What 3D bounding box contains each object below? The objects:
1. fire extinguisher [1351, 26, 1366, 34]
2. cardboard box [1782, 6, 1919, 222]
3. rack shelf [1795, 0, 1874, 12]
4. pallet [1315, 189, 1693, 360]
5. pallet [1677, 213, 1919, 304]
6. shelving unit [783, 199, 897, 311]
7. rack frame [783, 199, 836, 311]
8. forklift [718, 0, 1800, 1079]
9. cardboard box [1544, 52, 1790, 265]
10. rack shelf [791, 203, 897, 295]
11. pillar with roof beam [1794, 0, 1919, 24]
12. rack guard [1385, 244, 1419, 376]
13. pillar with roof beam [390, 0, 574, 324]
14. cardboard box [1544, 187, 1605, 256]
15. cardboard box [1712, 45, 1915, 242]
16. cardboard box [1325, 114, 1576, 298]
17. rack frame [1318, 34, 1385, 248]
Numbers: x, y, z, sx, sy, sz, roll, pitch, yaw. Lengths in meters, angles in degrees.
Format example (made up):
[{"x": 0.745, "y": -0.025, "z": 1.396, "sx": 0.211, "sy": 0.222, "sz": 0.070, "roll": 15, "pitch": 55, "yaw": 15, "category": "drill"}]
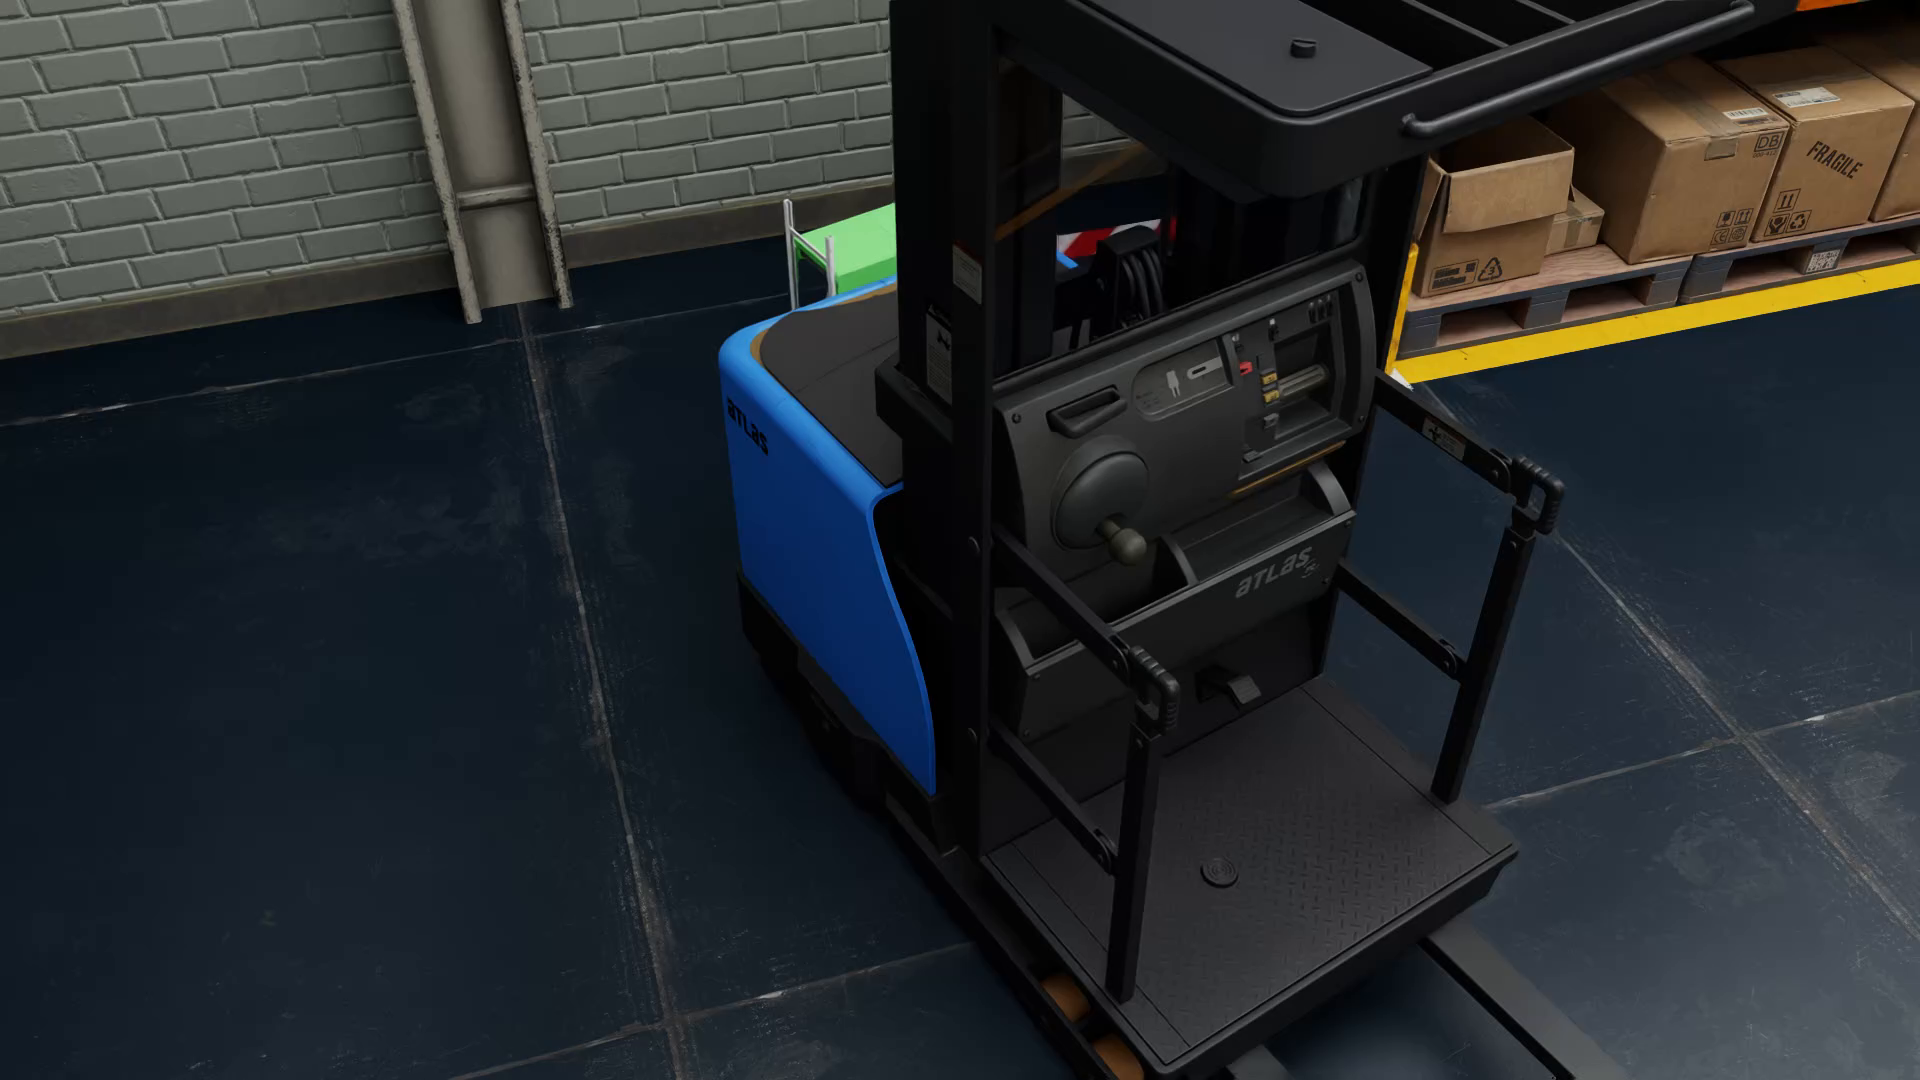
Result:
[{"x": 1.153, "y": -1.544, "z": 5.080, "sx": 0.183, "sy": 0.674, "sz": 0.296, "roll": -12, "pitch": 42, "yaw": -13, "category": "fire extinguisher"}, {"x": 3.584, "y": -1.661, "z": 6.452, "sx": 0.500, "sy": 0.500, "sz": 0.700, "roll": -13, "pitch": 43, "yaw": -15, "category": "cardboard box"}, {"x": 3.062, "y": -2.157, "z": 5.986, "sx": 4.000, "sy": 0.370, "sz": 1.077, "roll": -12, "pitch": 42, "yaw": -13, "category": "rack shelf"}, {"x": 1.987, "y": -1.156, "z": 6.413, "sx": 1.213, "sy": 0.211, "sz": 1.003, "roll": -12, "pitch": 42, "yaw": -13, "category": "pallet"}, {"x": 3.149, "y": -1.394, "z": 6.686, "sx": 1.213, "sy": 0.211, "sz": 1.003, "roll": -12, "pitch": 42, "yaw": -13, "category": "pallet"}, {"x": -0.201, "y": -0.489, "z": 4.897, "sx": 0.503, "sy": 1.200, "sz": 0.258, "roll": -24, "pitch": 47, "yaw": -25, "category": "shelving unit"}, {"x": -0.403, "y": -0.398, "z": 4.794, "sx": 0.015, "sy": 1.200, "sz": 0.240, "roll": -24, "pitch": 47, "yaw": -25, "category": "rack frame"}, {"x": 0.605, "y": -0.182, "z": 3.231, "sx": 1.130, "sy": 2.935, "sz": 3.031, "roll": -24, "pitch": 46, "yaw": -25, "category": "forklift"}, {"x": 2.593, "y": -1.455, "z": 6.217, "sx": 0.500, "sy": 0.500, "sz": 0.700, "roll": -10, "pitch": 42, "yaw": -11, "category": "cardboard box"}, {"x": -0.201, "y": -0.802, "z": 4.624, "sx": 0.480, "sy": 0.148, "sz": 0.258, "roll": -24, "pitch": 47, "yaw": -25, "category": "rack shelf"}, {"x": 5.328, "y": -2.809, "z": 1.625, "sx": 0.400, "sy": 9.000, "sz": 9.100, "roll": -12, "pitch": 42, "yaw": -13, "category": "pillar with roof beam"}, {"x": 1.227, "y": -1.106, "z": 6.136, "sx": 0.348, "sy": 0.500, "sz": 1.175, "roll": -12, "pitch": 42, "yaw": -13, "category": "rack guard"}, {"x": -0.395, "y": -1.623, "z": 0.268, "sx": 0.400, "sy": 9.000, "sz": 9.100, "roll": -12, "pitch": 42, "yaw": -13, "category": "pillar with roof beam"}, {"x": 2.183, "y": -1.238, "z": 6.235, "sx": 0.250, "sy": 0.149, "sz": 0.380, "roll": -13, "pitch": 43, "yaw": -15, "category": "cardboard box"}, {"x": 3.128, "y": -1.497, "z": 6.264, "sx": 0.500, "sy": 0.500, "sz": 0.500, "roll": -11, "pitch": 42, "yaw": -12, "category": "cardboard box"}, {"x": 1.766, "y": -1.312, "z": 6.050, "sx": 0.637, "sy": 0.503, "sz": 0.797, "roll": -13, "pitch": 43, "yaw": -15, "category": "cardboard box"}, {"x": 1.155, "y": -2.033, "z": 5.297, "sx": 0.127, "sy": 3.000, "sz": 1.000, "roll": -12, "pitch": 42, "yaw": -13, "category": "rack frame"}]
